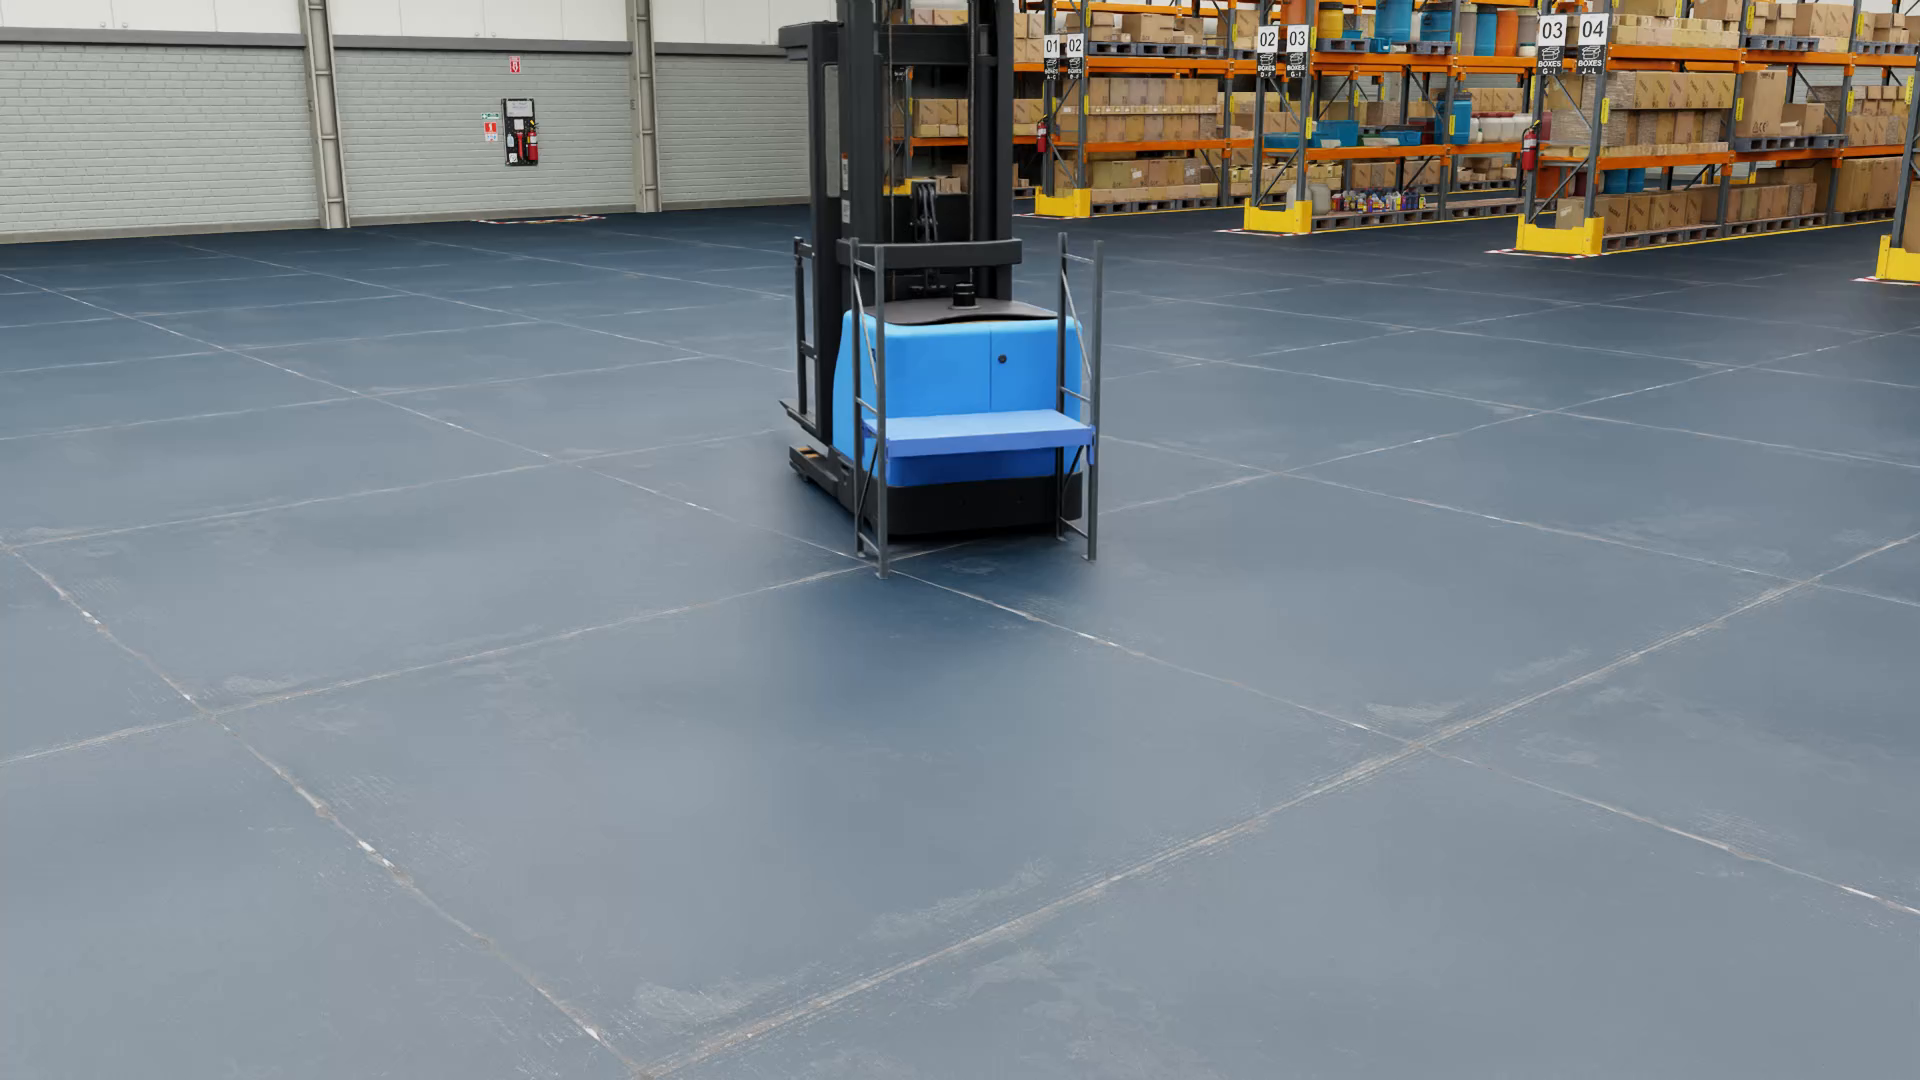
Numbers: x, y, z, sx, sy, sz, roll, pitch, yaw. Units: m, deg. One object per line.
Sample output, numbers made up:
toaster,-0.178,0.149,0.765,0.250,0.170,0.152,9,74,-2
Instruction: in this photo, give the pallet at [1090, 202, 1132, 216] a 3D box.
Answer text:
pallet,2.455,-6.241,31.206,1.213,0.211,1.003,-13,19,-39

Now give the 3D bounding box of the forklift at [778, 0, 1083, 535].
forklift,-0.350,-1.775,9.215,1.130,2.935,3.031,-5,16,-19

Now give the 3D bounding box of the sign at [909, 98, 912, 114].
sign,-0.993,-8.727,33.432,0.005,0.325,0.100,-13,19,-39

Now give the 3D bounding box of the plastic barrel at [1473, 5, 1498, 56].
plastic barrel,9.399,-9.205,30.114,0.708,0.901,0.600,-13,19,-39

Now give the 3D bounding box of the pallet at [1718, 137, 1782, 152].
pallet,12.095,-6.208,26.049,1.213,0.211,1.003,-13,19,-39

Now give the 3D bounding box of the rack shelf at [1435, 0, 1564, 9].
rack shelf,12.466,-12.372,38.529,4.000,0.370,1.077,-13,19,-39

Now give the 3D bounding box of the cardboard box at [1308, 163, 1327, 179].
cardboard box,7.319,-7.725,34.787,0.500,0.311,0.500,-13,20,-40

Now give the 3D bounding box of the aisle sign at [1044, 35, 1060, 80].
aisle sign,1.663,-8.753,30.168,0.004,0.787,0.394,-13,19,-39

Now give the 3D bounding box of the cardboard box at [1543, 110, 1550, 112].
cardboard box,13.816,-10.081,39.983,0.500,0.500,0.500,-12,19,-38

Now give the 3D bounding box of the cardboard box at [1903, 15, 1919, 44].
cardboard box,17.027,-9.155,29.890,0.500,0.500,0.700,-12,19,-38

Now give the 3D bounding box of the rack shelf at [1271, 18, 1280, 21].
rack shelf,9.212,-13.144,42.188,4.000,0.370,1.077,-13,19,-39

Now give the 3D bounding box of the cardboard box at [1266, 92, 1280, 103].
cardboard box,7.519,-10.882,40.916,0.500,0.250,0.500,-12,19,-38

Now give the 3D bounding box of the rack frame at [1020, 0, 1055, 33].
rack frame,1.668,-11.990,35.702,0.127,3.000,1.000,-13,19,-39

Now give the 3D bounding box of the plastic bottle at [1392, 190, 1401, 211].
plastic bottle,7.486,-5.844,28.595,0.185,0.351,0.144,-13,20,-40

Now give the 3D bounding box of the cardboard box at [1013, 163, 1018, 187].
cardboard box,0.911,-7.913,36.054,0.500,0.500,0.500,14,21,43

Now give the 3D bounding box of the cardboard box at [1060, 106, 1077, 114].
cardboard box,2.068,-7.914,30.616,0.250,0.149,0.380,-13,20,-40

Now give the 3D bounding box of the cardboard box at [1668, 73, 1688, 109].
cardboard box,10.130,-6.491,24.030,0.500,0.500,0.500,-13,19,-39

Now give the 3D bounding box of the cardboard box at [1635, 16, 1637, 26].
cardboard box,9.133,-7.184,23.039,0.250,0.149,0.380,-13,20,-40

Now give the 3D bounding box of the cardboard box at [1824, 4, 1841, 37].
cardboard box,13.865,-8.397,26.900,0.500,0.500,0.500,-13,20,-39

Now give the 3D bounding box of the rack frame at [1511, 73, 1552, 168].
rack frame,13.975,-10.161,40.478,0.127,3.000,1.000,-13,19,-39

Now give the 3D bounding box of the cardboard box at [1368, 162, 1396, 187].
cardboard box,9.244,-8.006,36.401,0.500,0.500,0.500,-13,20,-40

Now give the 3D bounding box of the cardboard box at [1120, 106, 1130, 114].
cardboard box,2.921,-7.967,30.811,0.250,0.149,0.380,-13,20,-40

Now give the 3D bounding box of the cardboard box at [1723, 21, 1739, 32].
cardboard box,11.367,-7.657,24.810,0.250,0.149,0.380,-12,19,-38

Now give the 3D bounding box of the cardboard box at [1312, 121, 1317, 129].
cardboard box,7.637,-8.710,35.217,0.500,0.311,0.500,-11,19,-36

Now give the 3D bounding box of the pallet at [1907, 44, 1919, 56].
pallet,16.798,-8.746,29.739,1.217,0.209,0.805,-14,20,-42

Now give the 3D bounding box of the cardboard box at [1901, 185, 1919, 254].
cardboard box,12.053,-3.843,20.128,0.875,0.875,0.875,-13,19,-39

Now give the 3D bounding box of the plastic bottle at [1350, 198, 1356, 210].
plastic bottle,6.799,-5.816,28.783,0.097,0.201,0.097,0,15,0

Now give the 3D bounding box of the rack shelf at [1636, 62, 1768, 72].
rack shelf,15.715,-9.959,35.303,4.000,0.370,1.077,-13,19,-39

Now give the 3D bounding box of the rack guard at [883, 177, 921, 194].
rack guard,-1.292,-7.220,34.310,0.348,0.500,1.175,-13,19,-39

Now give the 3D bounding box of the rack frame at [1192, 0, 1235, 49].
rack frame,4.923,-11.027,32.094,0.127,3.000,1.000,-13,19,-39

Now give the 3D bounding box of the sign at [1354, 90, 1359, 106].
sign,8.307,-9.258,34.853,0.005,0.325,0.100,-13,19,-39

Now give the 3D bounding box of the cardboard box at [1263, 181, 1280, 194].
cardboard box,6.165,-7.197,33.897,0.500,0.250,0.500,-13,20,-41

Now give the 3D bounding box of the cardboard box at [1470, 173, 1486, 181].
cardboard box,12.062,-8.505,38.915,0.250,0.166,0.380,-13,19,-39

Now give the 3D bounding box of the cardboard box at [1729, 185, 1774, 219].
cardboard box,12.694,-5.476,26.929,0.700,0.500,0.500,14,20,42

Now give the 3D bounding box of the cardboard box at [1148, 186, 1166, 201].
cardboard box,3.588,-6.626,31.760,0.500,0.250,0.500,-13,19,-39

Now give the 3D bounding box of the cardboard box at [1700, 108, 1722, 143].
cardboard box,11.043,-6.327,25.354,0.500,0.500,0.875,-13,19,-39

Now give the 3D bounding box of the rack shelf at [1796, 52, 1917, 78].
rack shelf,15.949,-8.317,29.156,4.000,0.370,1.077,-13,19,-39

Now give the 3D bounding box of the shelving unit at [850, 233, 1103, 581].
shelving unit,0.070,-0.638,7.734,1.048,1.500,0.538,-5,16,-17

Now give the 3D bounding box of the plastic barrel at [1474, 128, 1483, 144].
plastic barrel,9.271,-7.291,30.001,0.301,0.262,0.301,0,15,0

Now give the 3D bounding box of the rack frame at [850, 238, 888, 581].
rack frame,-0.416,-0.600,7.589,0.032,1.500,0.500,-5,16,-17

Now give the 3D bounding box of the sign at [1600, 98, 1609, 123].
sign,8.761,-5.834,22.602,0.005,0.325,0.100,-13,19,-39

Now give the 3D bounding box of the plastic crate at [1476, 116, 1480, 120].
plastic crate,9.769,-7.658,30.982,0.583,0.464,0.402,-13,19,-39

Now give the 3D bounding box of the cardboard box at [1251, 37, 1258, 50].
cardboard box,5.806,-9.904,33.180,0.500,0.250,0.500,14,20,42

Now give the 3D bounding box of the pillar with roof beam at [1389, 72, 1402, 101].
pillar with roof beam,15.016,-13.811,42.517,0.400,9.000,9.100,-13,19,-39

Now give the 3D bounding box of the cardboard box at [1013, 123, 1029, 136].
cardboard box,1.128,-8.807,35.661,0.500,0.250,0.500,-13,19,-39

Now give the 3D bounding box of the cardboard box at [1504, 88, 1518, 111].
cardboard box,12.664,-10.302,38.875,0.500,0.500,0.500,-12,19,-38

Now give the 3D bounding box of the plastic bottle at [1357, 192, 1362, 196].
plastic bottle,6.996,-5.956,29.146,0.133,0.283,0.061,-12,19,-37

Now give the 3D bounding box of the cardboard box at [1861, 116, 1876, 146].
cardboard box,15.373,-7.042,28.608,0.500,0.500,0.500,-13,20,-41

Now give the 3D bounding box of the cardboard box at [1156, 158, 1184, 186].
cardboard box,3.957,-7.076,31.990,0.500,0.500,0.500,-13,19,-39

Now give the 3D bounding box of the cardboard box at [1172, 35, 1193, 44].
cardboard box,4.192,-9.469,31.477,0.250,0.149,0.380,-13,19,-39

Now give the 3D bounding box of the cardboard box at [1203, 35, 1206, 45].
cardboard box,5.379,-11.673,39.280,0.500,0.500,0.700,-14,20,-42

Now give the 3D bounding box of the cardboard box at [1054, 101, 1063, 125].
cardboard box,2.074,-9.433,36.704,0.500,0.500,0.700,-13,19,-39

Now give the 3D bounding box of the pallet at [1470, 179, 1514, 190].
pallet,12.397,-8.460,39.514,1.213,0.211,1.003,-13,19,-39

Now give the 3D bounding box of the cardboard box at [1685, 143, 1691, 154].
cardboard box,10.640,-5.832,24.759,0.250,0.149,0.380,-13,19,-39

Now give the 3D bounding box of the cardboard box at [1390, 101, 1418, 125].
cardboard box,9.665,-9.423,36.709,0.700,0.500,0.500,10,18,33
